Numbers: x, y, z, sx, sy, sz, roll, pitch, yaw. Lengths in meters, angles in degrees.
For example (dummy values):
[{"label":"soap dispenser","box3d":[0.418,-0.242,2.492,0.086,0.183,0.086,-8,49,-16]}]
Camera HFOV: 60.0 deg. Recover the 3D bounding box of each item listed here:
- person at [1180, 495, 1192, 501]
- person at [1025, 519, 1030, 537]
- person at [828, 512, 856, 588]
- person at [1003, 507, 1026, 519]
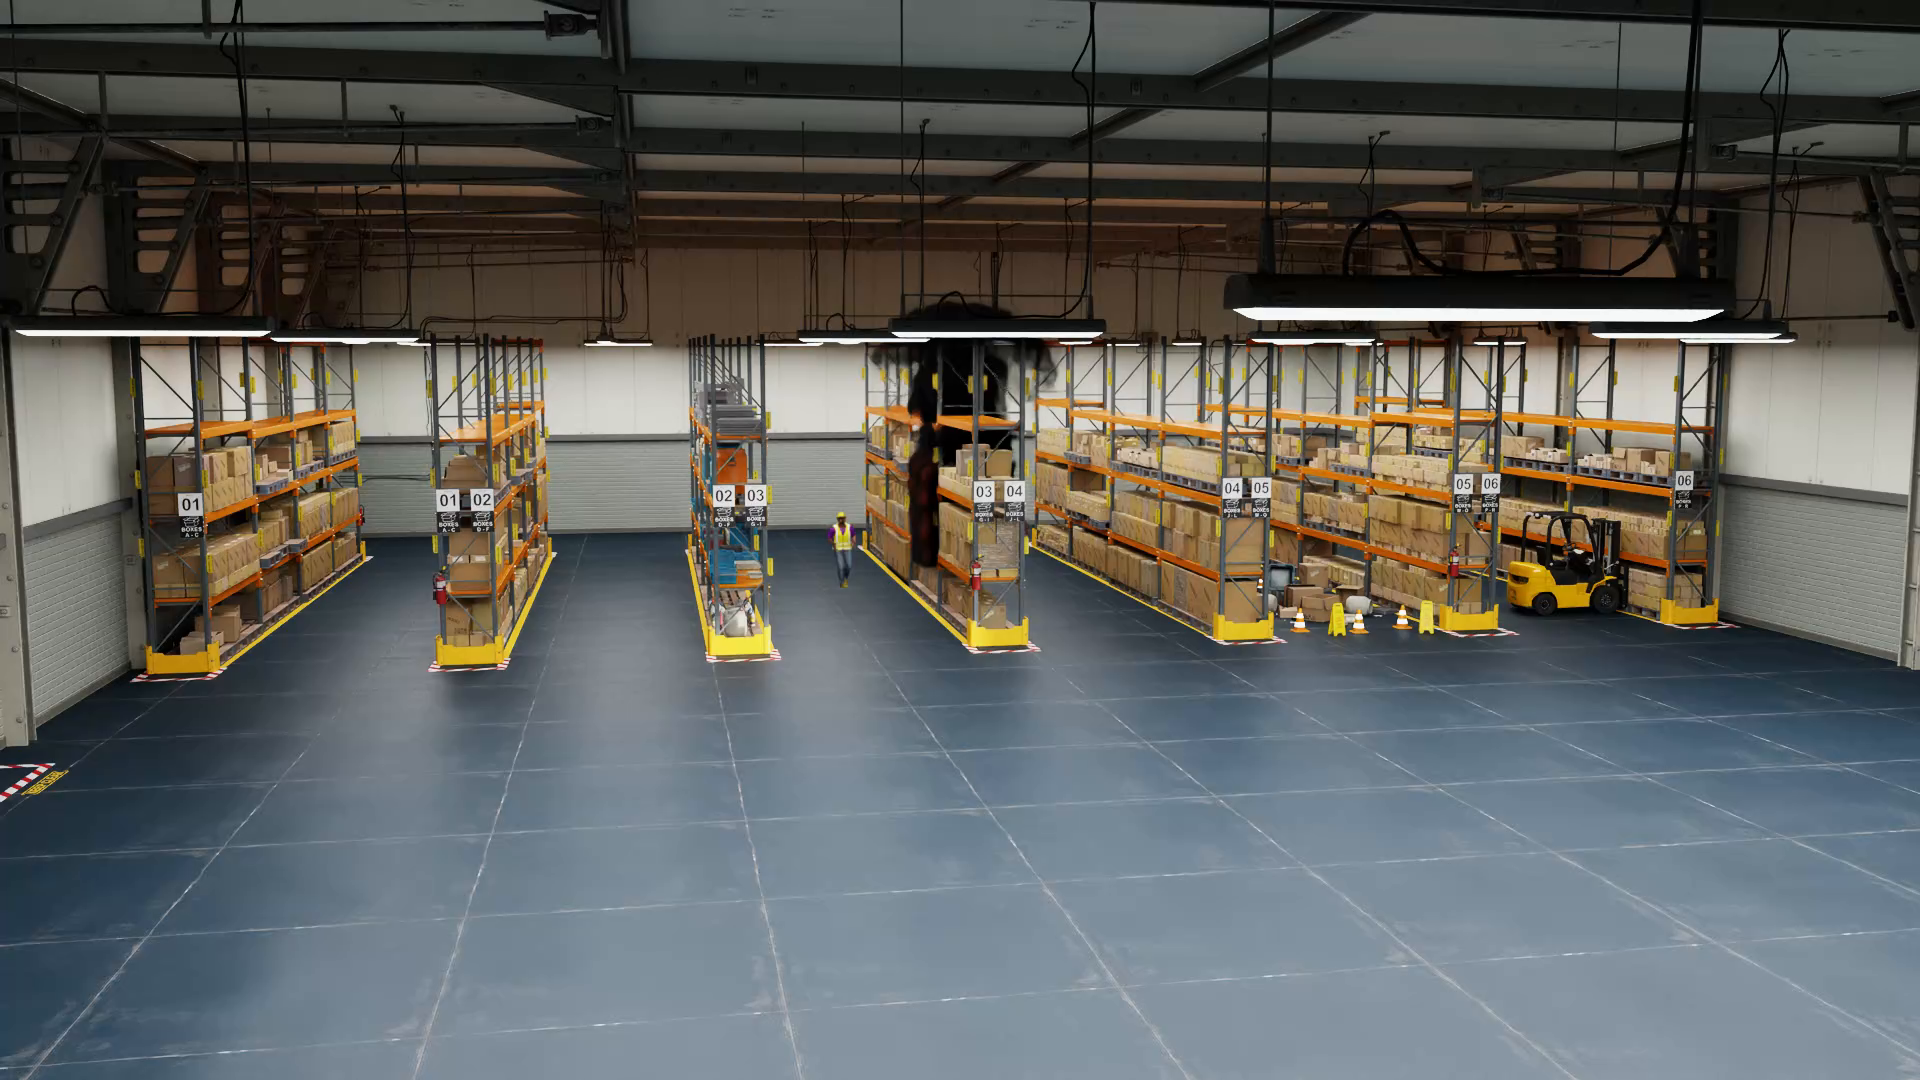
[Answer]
[{"label":"person","box3d":[6.872,-0.937,50.826,0.887,1.687,0.616,0,7,3]},{"label":"person","box3d":[1.316,0.106,39.006,0.722,1.777,0.595,-2,7,-14]},{"label":"person","box3d":[-2.662,0.244,37.839,0.674,1.754,0.536,-2,7,-13]},{"label":"person","box3d":[1.474,-0.358,45.589,0.712,1.720,0.575,0,7,-3]}]
